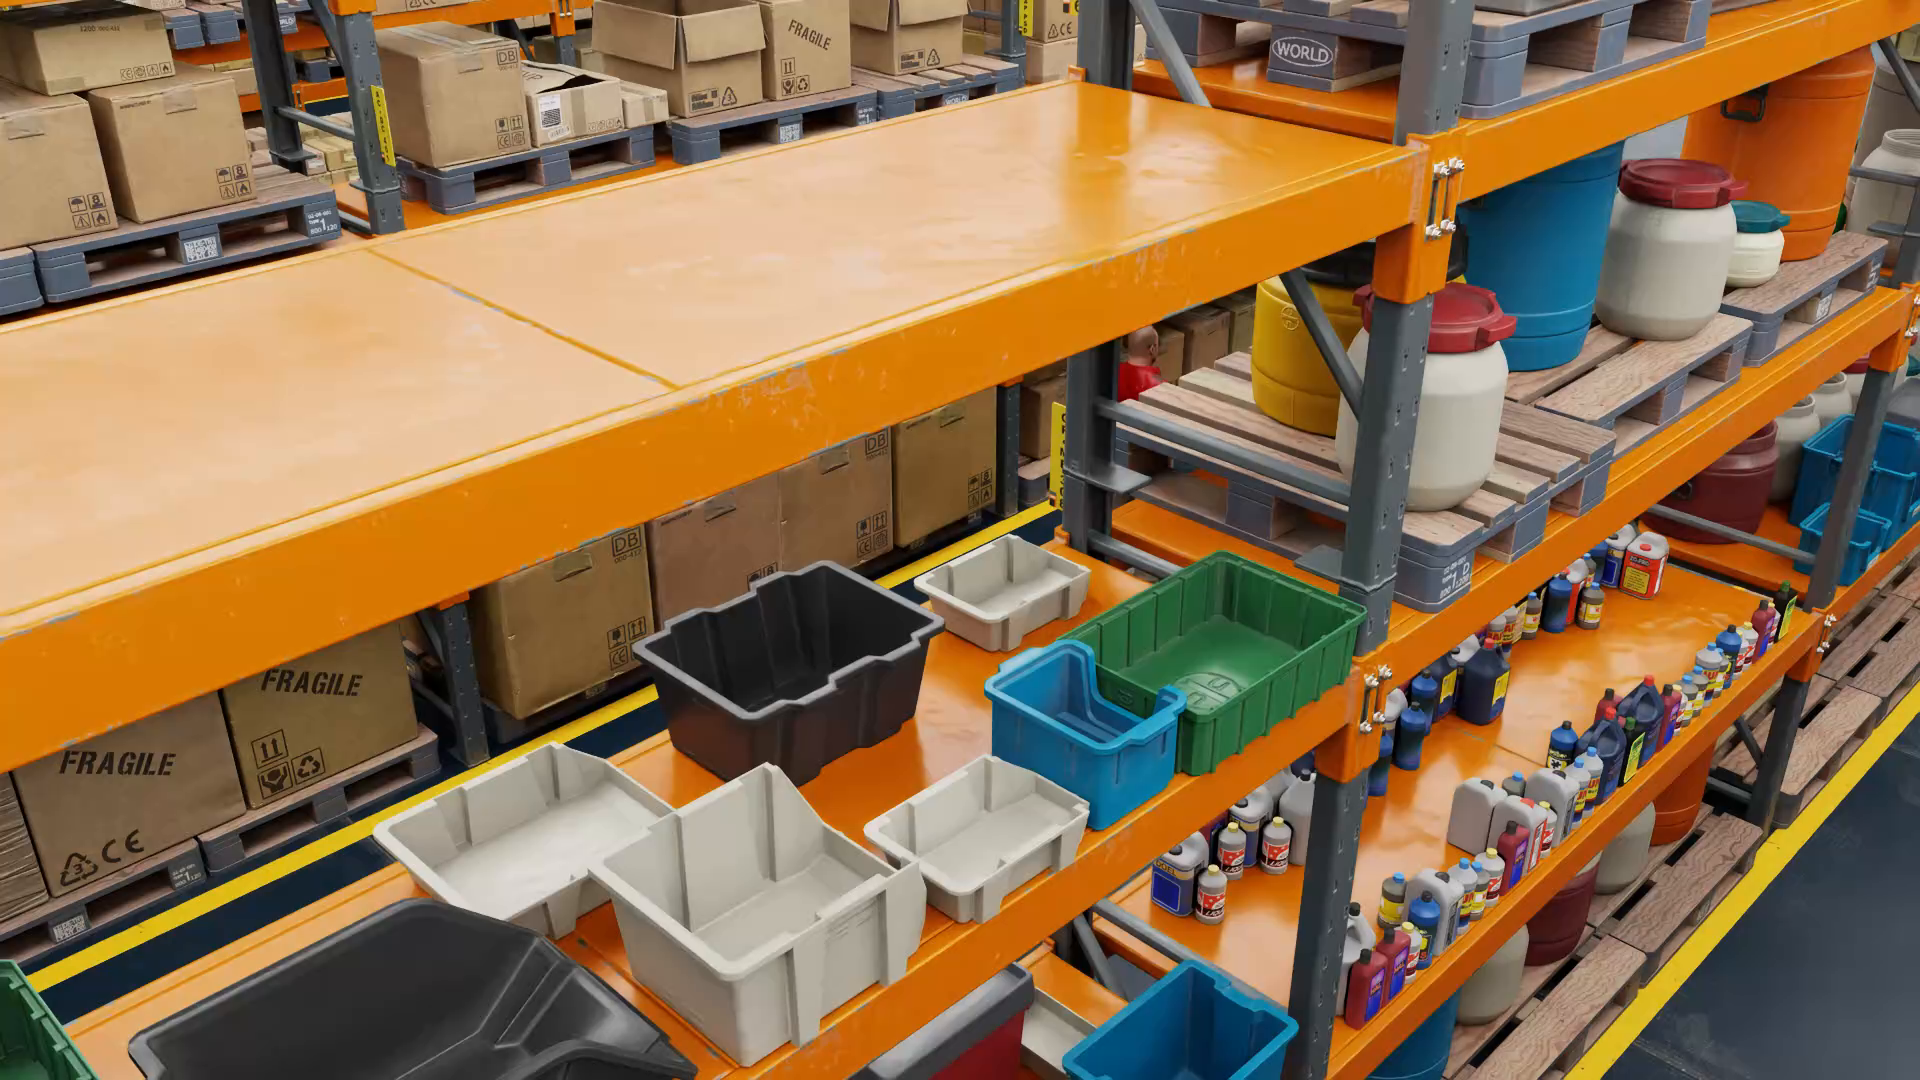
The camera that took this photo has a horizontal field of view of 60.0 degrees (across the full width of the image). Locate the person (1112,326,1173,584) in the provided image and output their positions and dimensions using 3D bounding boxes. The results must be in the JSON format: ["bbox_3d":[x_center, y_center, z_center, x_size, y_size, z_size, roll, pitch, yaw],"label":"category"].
[{"bbox_3d":[1.069,-0.459,9.810,0.370,1.730,0.529,-24,36,-38],"label":"person"}]
